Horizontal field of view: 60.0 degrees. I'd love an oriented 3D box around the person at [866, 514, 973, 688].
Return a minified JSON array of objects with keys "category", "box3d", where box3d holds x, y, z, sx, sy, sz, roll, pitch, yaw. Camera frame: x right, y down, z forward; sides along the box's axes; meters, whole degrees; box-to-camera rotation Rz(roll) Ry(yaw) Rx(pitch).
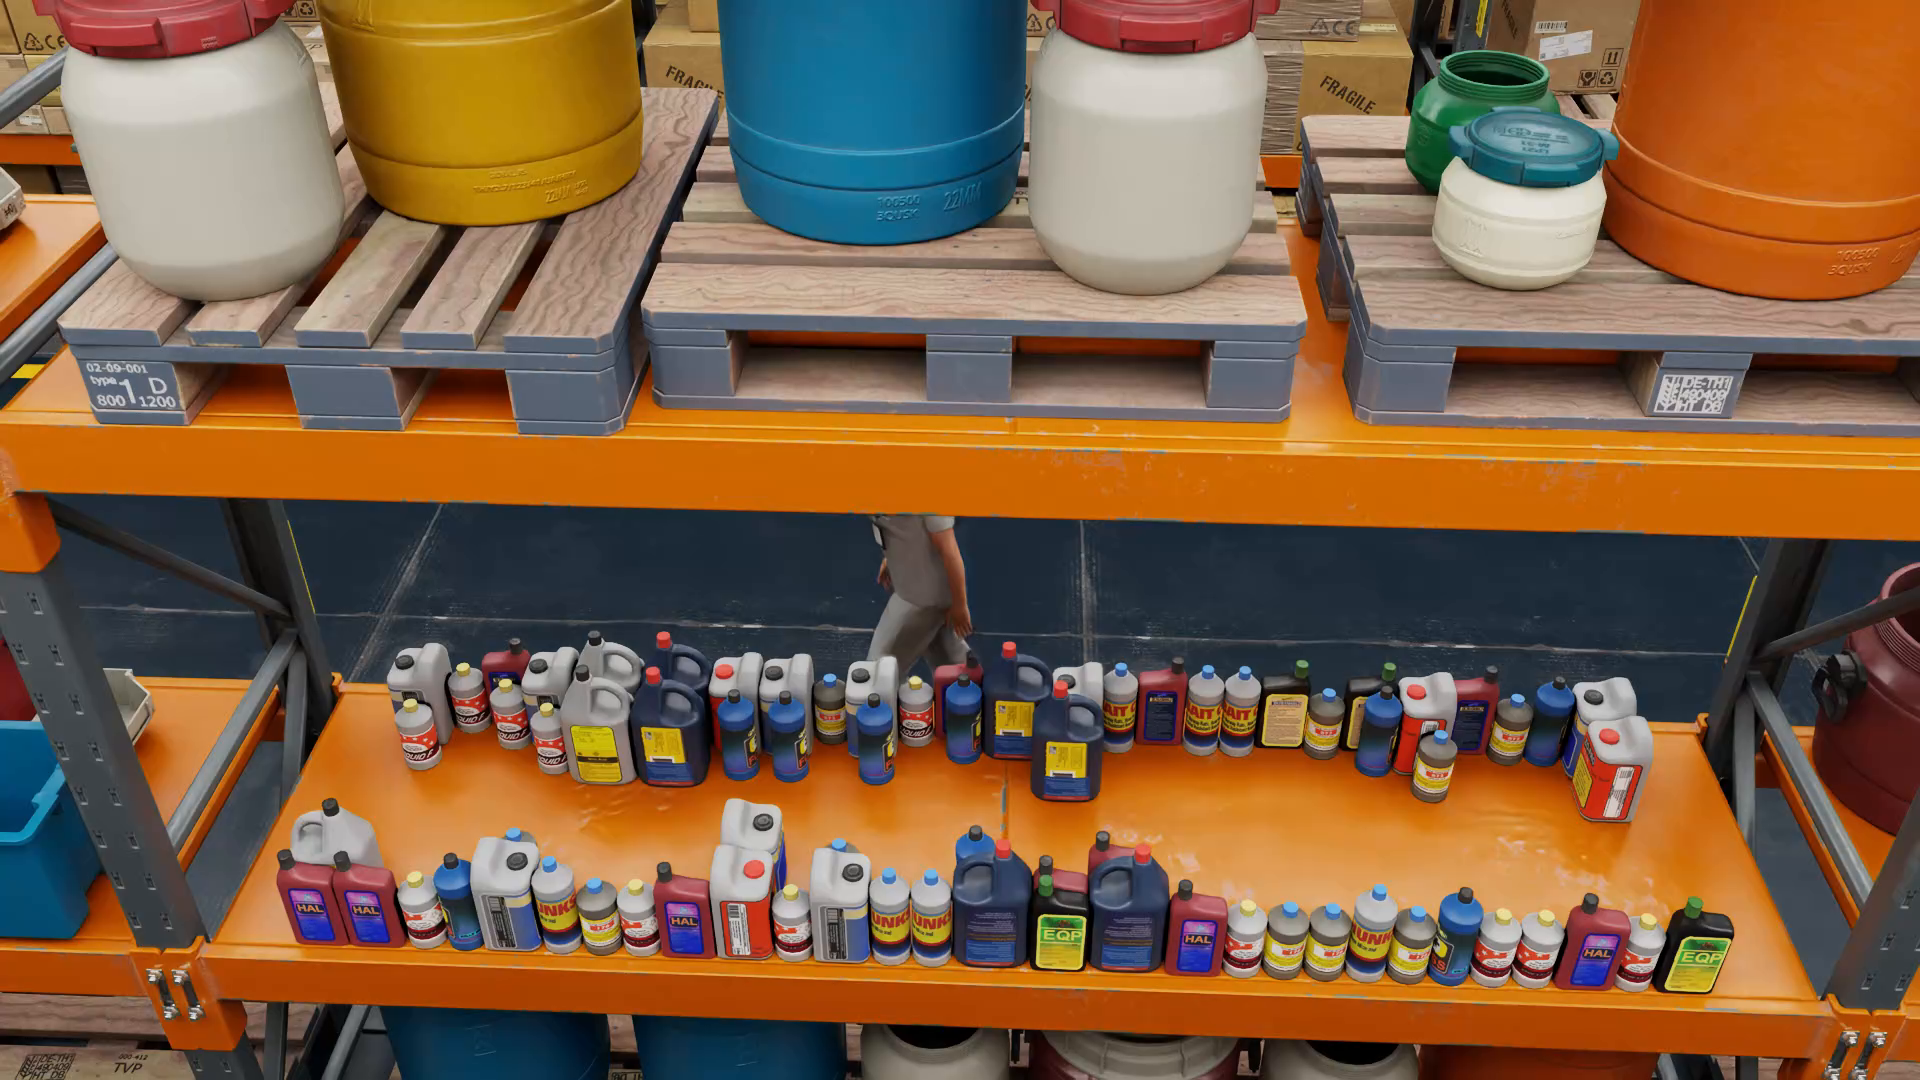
[{"category":"person","box3d":[-0.120,0.156,5.942,0.539,1.688,0.473,-9,37,-12]}]
